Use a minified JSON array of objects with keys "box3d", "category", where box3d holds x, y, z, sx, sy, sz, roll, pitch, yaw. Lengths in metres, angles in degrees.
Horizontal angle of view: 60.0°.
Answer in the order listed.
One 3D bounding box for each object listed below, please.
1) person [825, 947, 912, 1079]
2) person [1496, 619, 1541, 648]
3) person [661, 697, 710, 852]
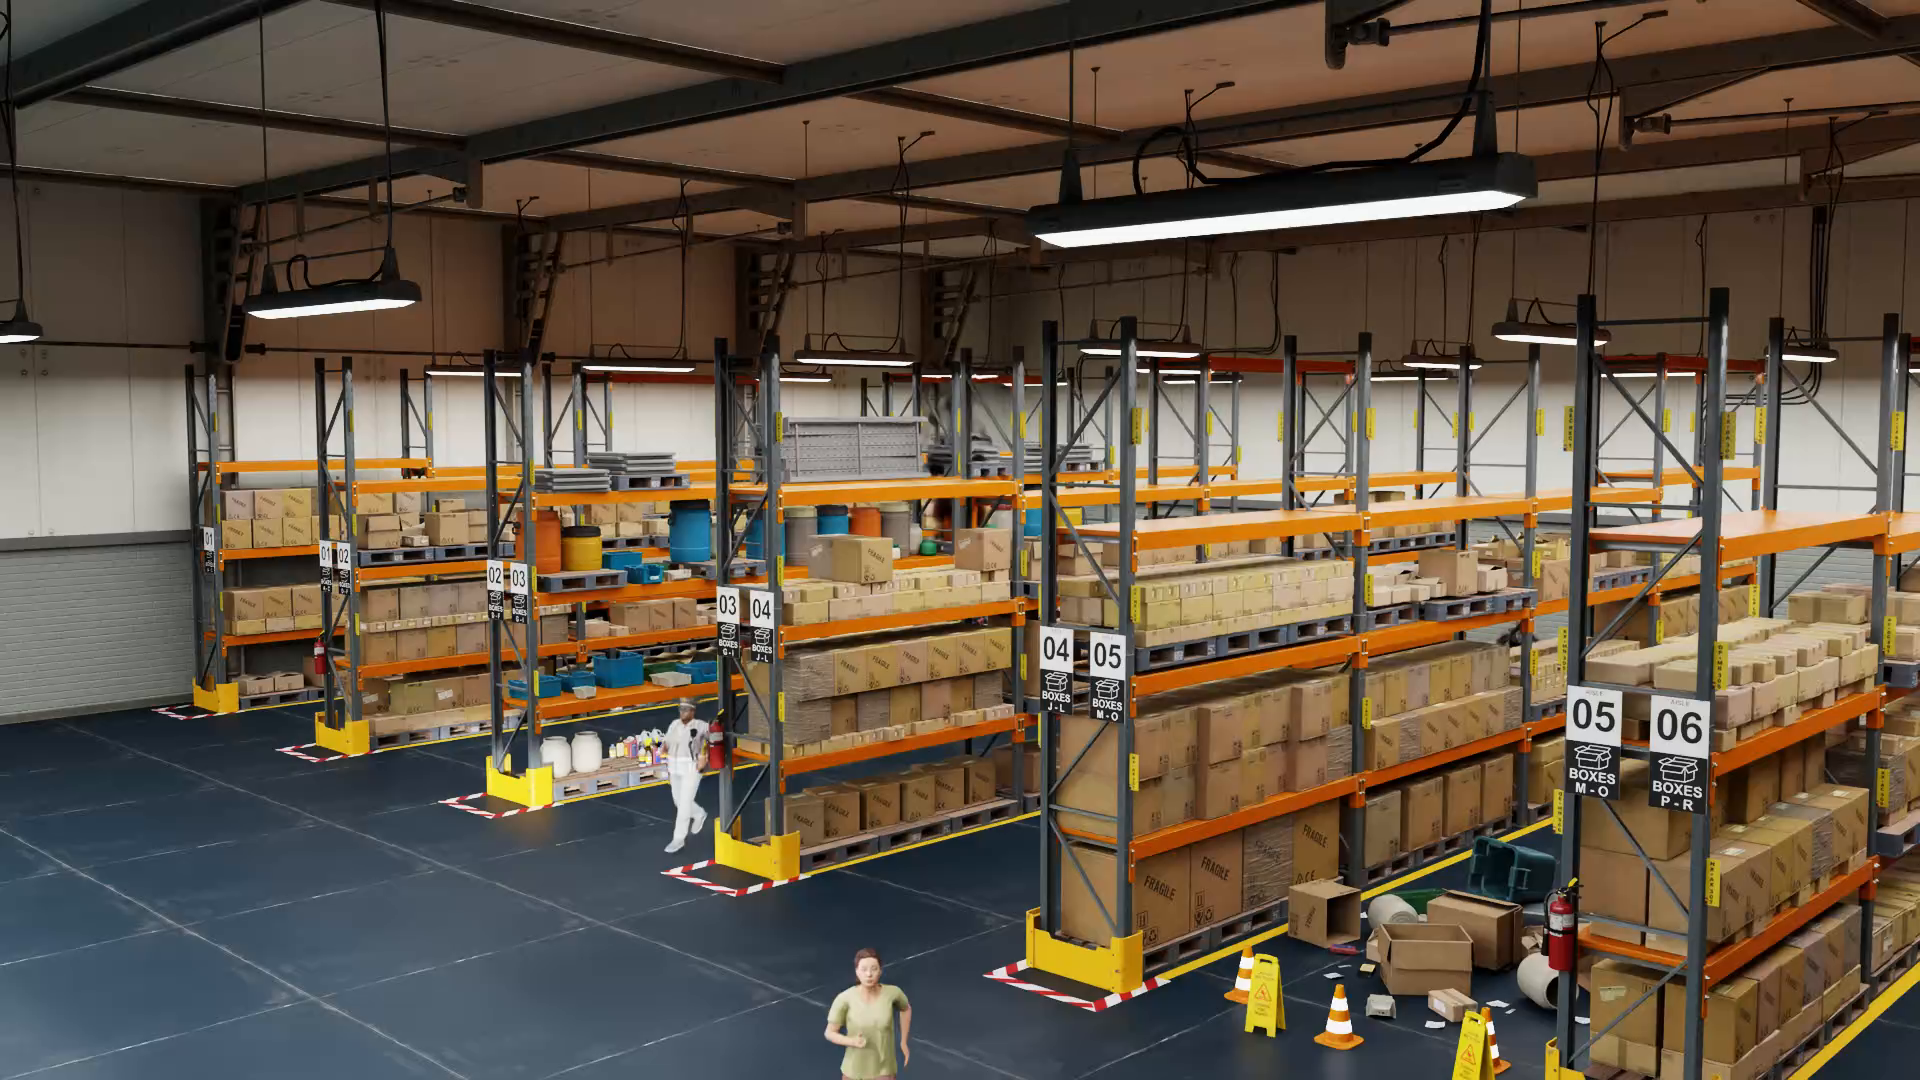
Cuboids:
[{"box3d":[-0.593,3.476,10.850,0.575,1.652,0.970,0,4,-4],"category":"person"},{"box3d":[9.655,2.122,28.719,0.779,1.678,0.589,2,5,19],"category":"person"},{"box3d":[-3.257,2.738,19.773,0.665,1.760,0.967,2,5,27],"category":"person"}]
